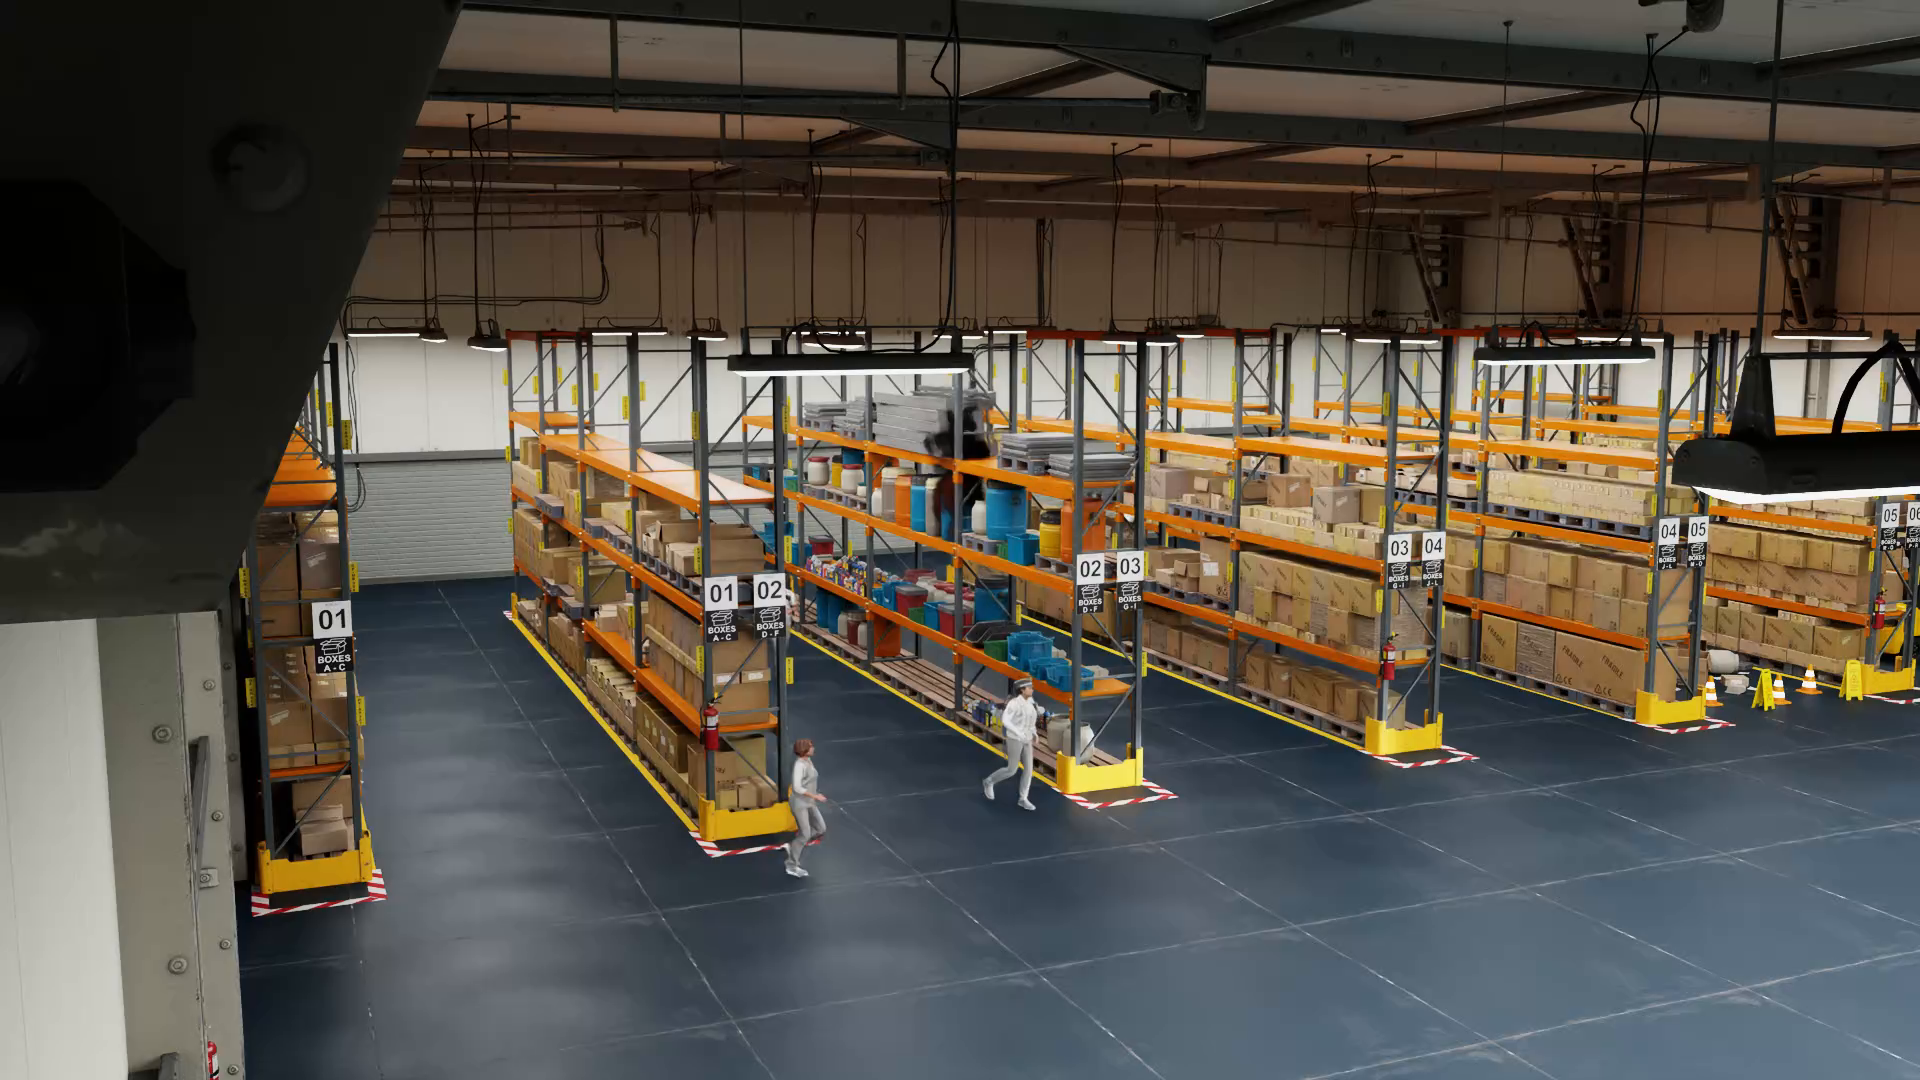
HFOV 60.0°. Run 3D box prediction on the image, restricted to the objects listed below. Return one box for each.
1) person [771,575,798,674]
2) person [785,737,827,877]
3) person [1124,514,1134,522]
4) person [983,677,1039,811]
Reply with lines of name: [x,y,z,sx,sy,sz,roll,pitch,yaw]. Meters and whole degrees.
person: [-3.158,1.492,29.174,0.654,1.821,0.815,-3,8,-24]
person: [-1.728,3.015,18.867,0.518,1.565,0.572,2,8,13]
person: [4.136,-0.150,41.421,0.703,1.775,0.667,6,10,39]
person: [0.774,2.590,21.562,0.788,1.667,0.687,7,10,40]
